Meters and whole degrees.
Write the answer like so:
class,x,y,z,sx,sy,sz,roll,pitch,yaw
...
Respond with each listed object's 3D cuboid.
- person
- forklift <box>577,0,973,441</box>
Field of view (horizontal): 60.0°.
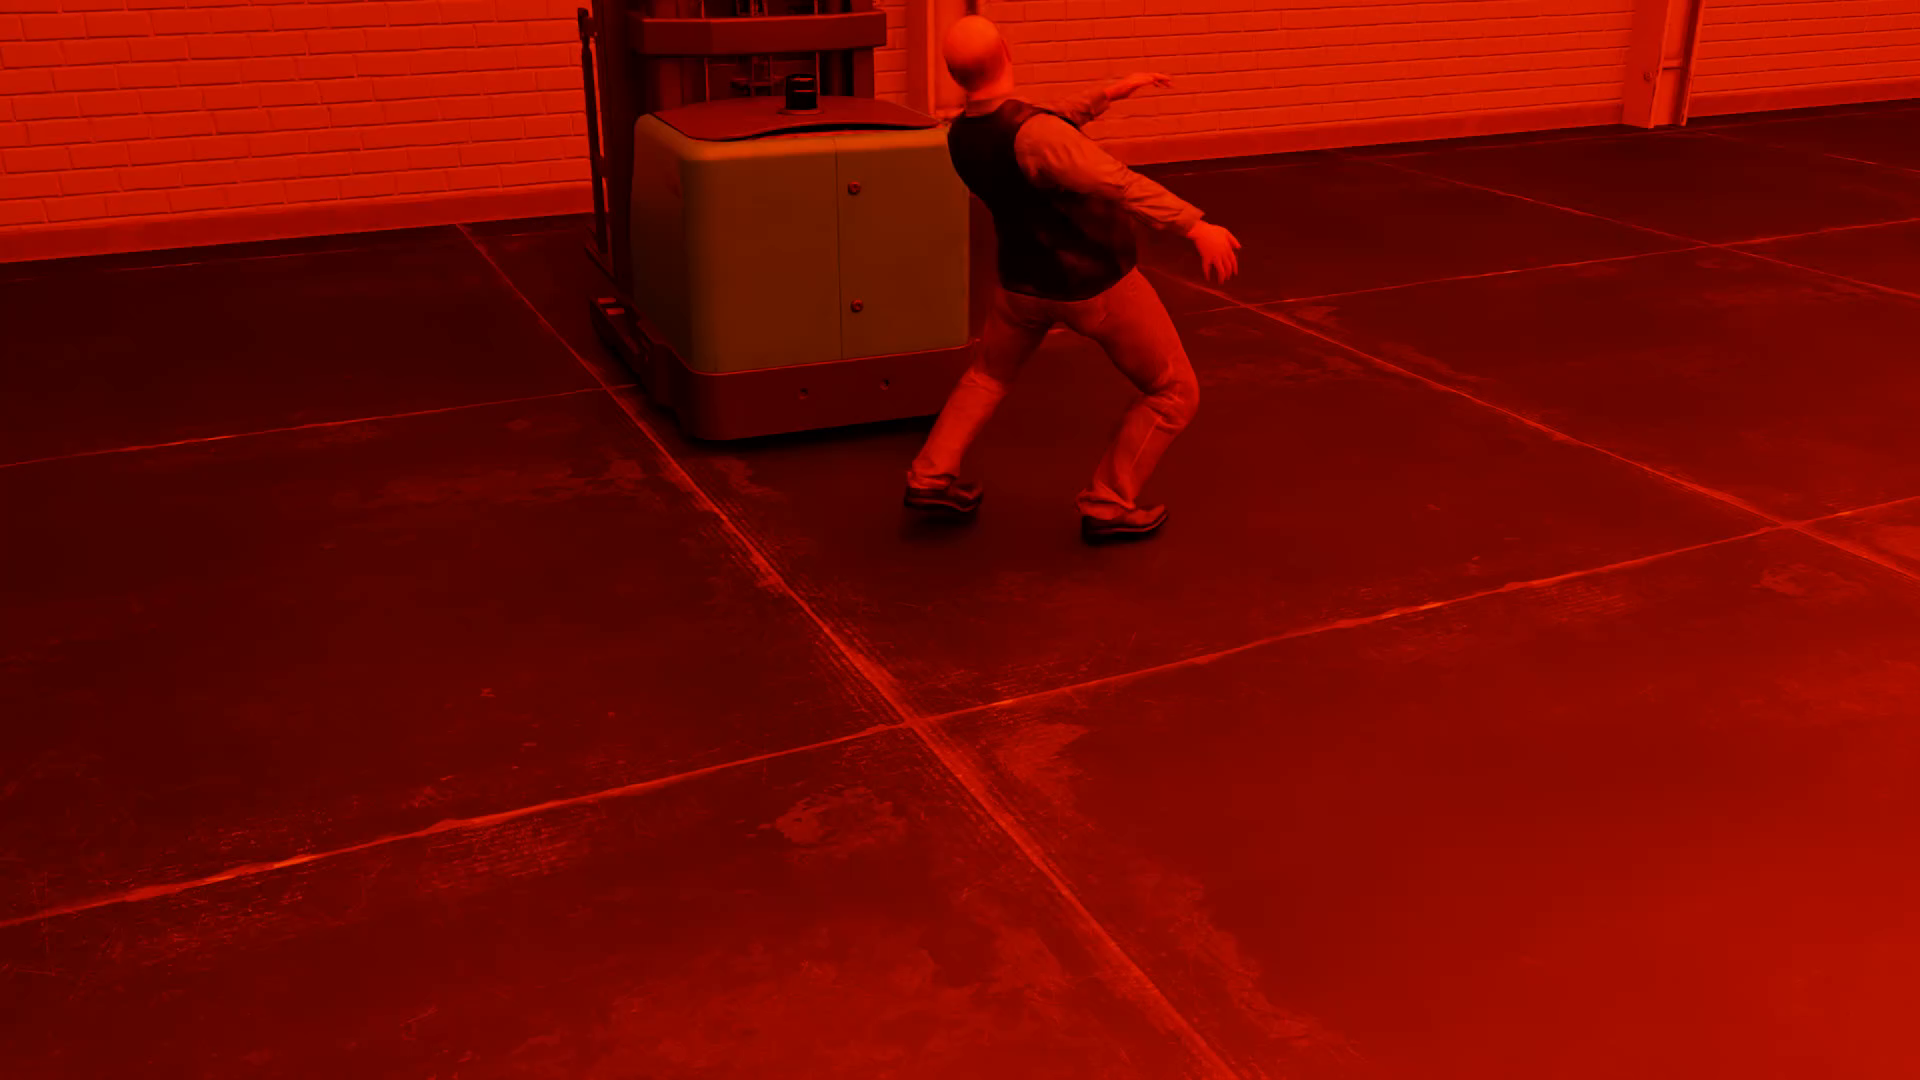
class,x,y,z,sx,sy,sz,roll,pitch,yaw
person,0.393,-0.749,4.895,0.921,1.519,0.802,18,29,37
forklift,-0.973,-2.231,6.656,1.130,2.935,3.031,-9,24,-20
